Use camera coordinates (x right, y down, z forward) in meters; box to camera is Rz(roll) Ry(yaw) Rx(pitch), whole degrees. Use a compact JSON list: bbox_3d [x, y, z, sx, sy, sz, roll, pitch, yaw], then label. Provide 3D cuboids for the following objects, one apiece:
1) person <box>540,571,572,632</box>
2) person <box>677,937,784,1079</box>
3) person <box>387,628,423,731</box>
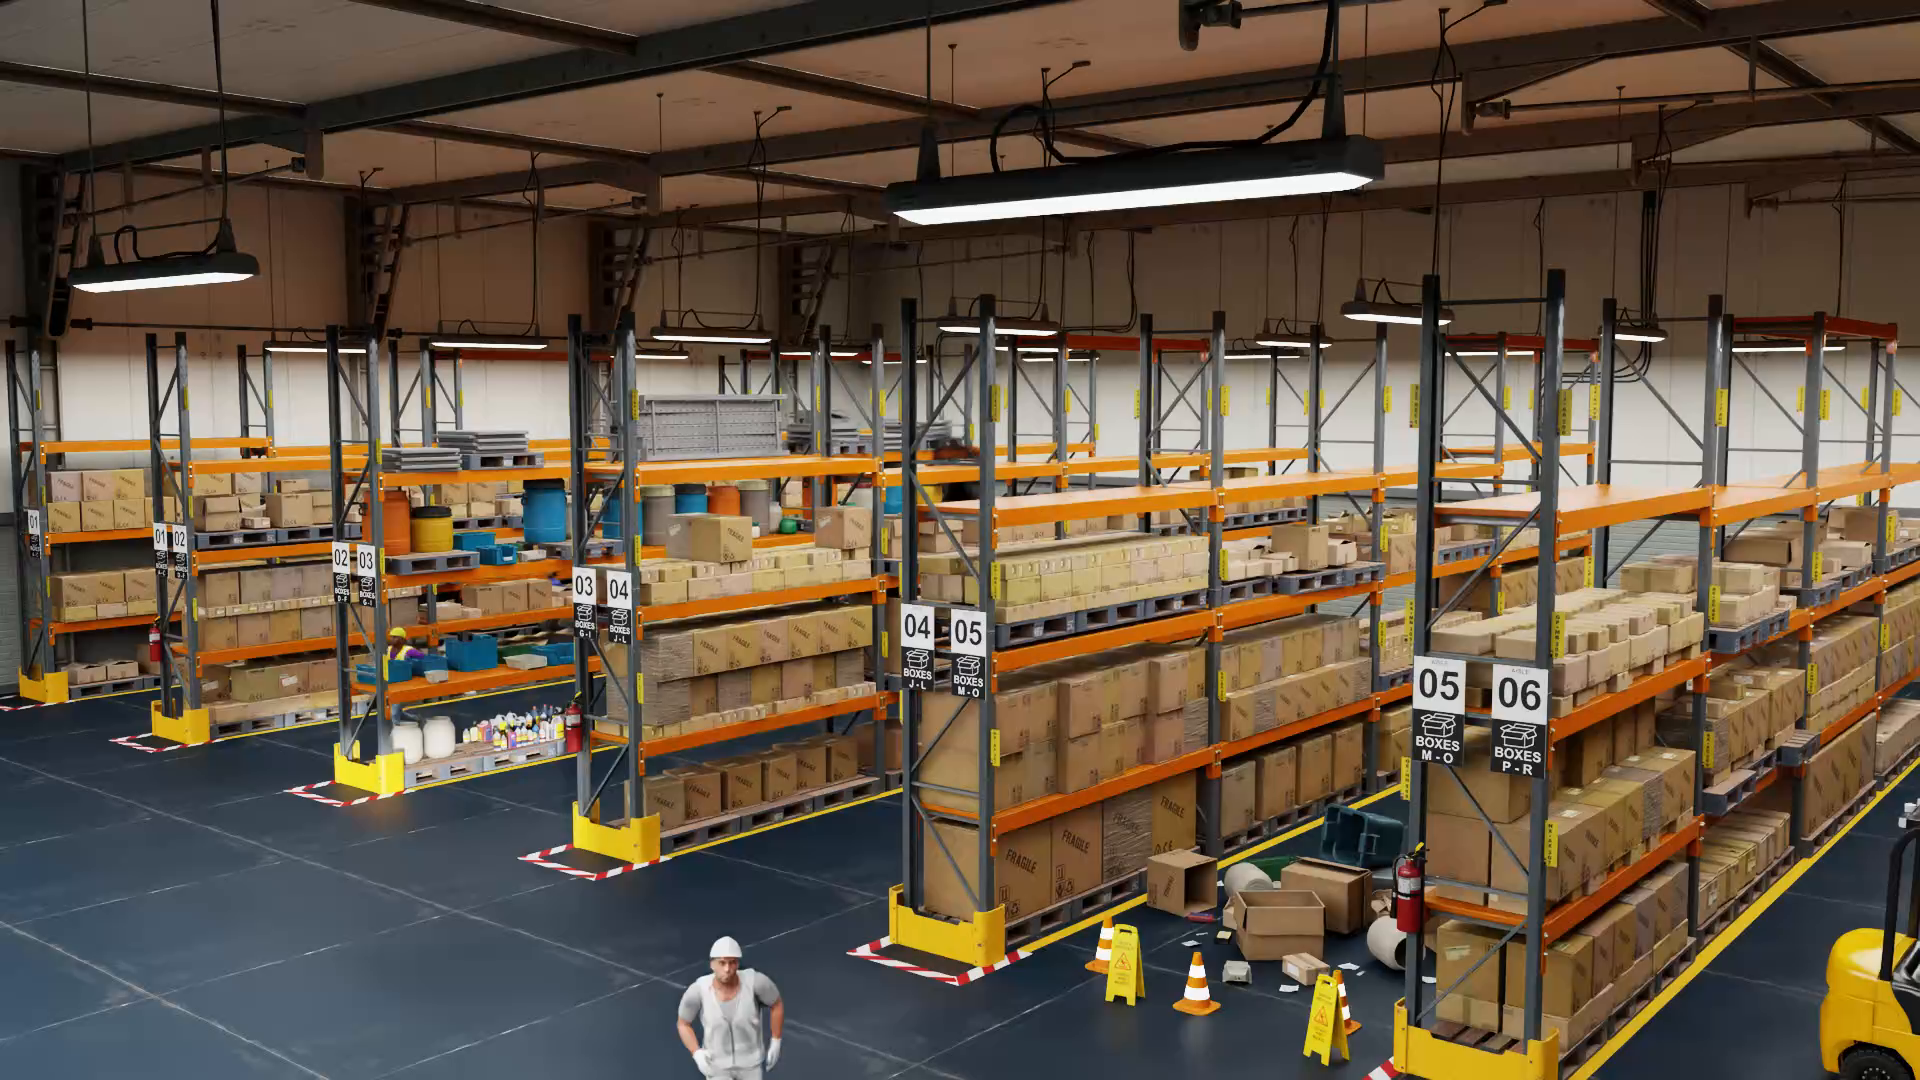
[{"bbox_3d":[-8.147,1.353,33.428,0.590,1.640,0.743,4,7,38],"label":"person"},{"bbox_3d":[-1.478,3.357,10.722,0.665,1.750,0.762,-1,5,-12],"label":"person"},{"bbox_3d":[-8.096,2.125,24.068,0.715,1.741,0.822,2,6,22],"label":"person"}]
